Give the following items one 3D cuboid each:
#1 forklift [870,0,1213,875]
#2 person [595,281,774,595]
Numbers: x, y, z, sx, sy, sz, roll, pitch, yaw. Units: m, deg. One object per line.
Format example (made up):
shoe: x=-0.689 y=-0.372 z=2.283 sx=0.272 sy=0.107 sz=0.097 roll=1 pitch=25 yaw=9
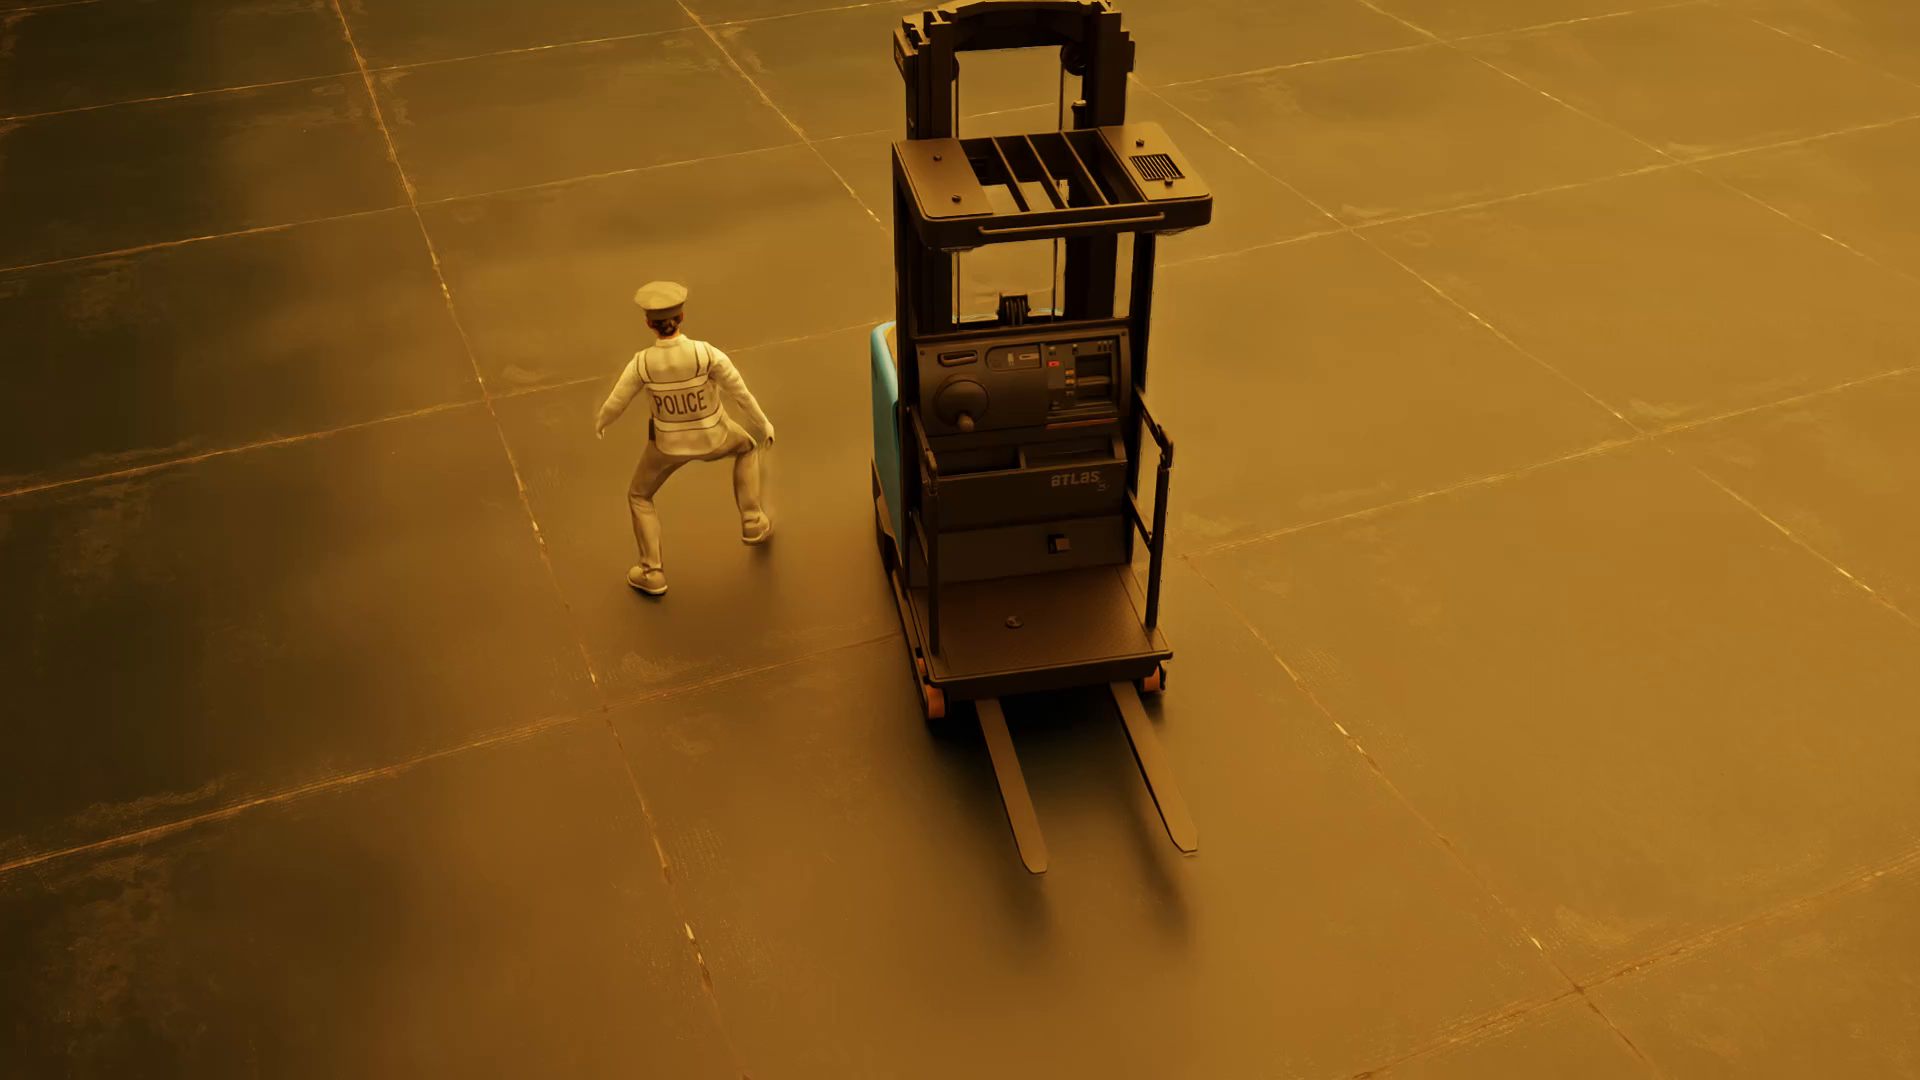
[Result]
forklift: x=0.320 y=-0.619 z=6.970 sx=1.130 sy=2.935 sz=3.031 roll=-6 pitch=36 yaw=-9
person: x=-1.339 y=-0.522 z=8.054 sx=0.869 sy=1.556 sz=0.609 roll=-4 pitch=36 yaw=-6
